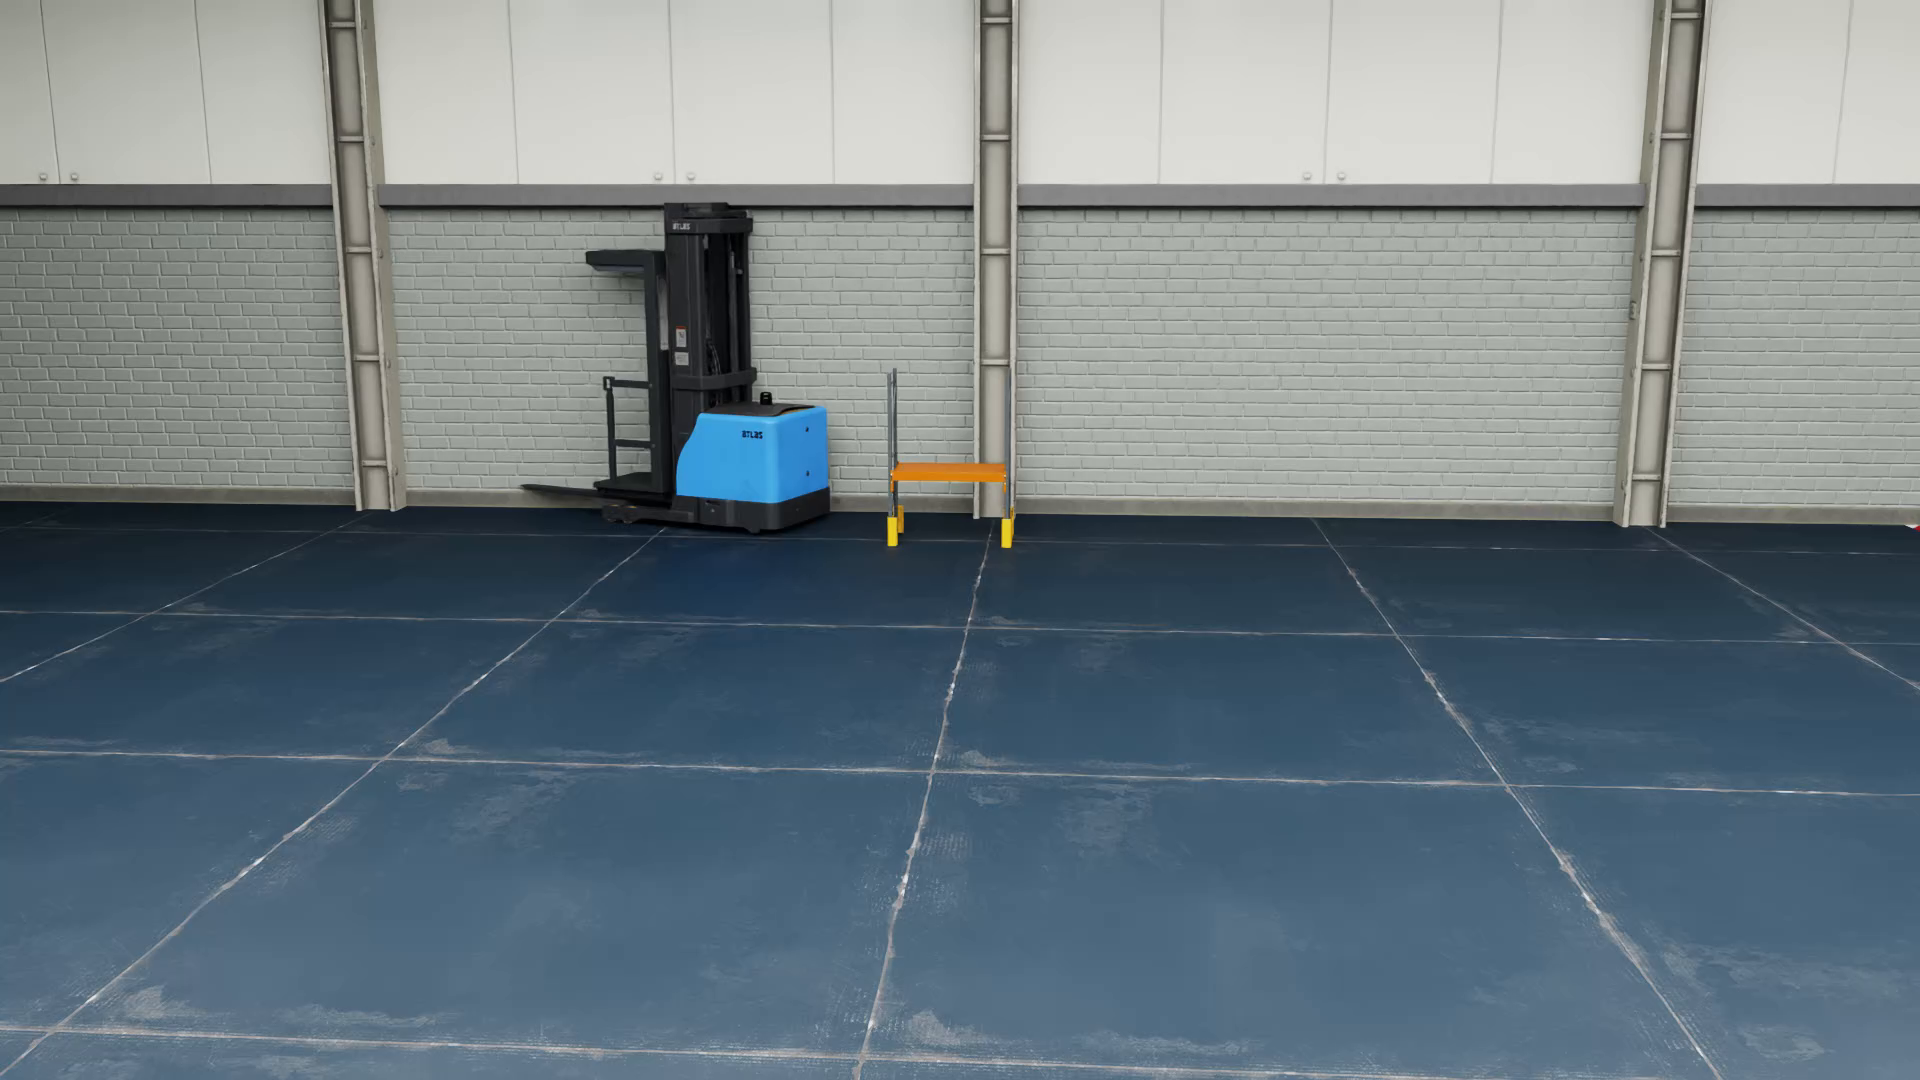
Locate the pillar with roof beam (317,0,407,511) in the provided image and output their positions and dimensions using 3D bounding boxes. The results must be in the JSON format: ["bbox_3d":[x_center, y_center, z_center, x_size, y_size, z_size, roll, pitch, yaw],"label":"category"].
[{"bbox_3d":[-5.942,-3.839,11.142,0.400,9.000,9.100,1,12,4],"label":"pillar with roof beam"}]

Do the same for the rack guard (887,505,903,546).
[{"bbox_3d":[-0.573,-0.130,14.780,0.087,0.250,0.587,1,12,4],"label":"rack guard"}]

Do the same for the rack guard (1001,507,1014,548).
[{"bbox_3d":[0.421,-0.117,14.715,0.087,0.250,0.587,1,12,4],"label":"rack guard"}]

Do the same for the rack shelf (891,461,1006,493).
[{"bbox_3d":[-0.085,-0.559,14.657,1.000,0.185,0.538,1,12,4],"label":"rack shelf"}]

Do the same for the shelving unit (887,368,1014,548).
[{"bbox_3d":[-0.076,-0.735,14.619,1.083,1.500,0.587,1,12,4],"label":"shelving unit"}]

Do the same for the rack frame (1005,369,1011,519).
[{"bbox_3d":[0.422,-0.728,14.587,0.032,1.500,0.500,1,12,4],"label":"rack frame"}]

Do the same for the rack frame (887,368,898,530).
[{"bbox_3d":[-0.592,-0.742,14.653,0.032,1.500,0.500,1,12,4],"label":"rack frame"}]

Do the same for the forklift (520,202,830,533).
[{"bbox_3d":[-2.783,-1.676,15.624,3.031,2.935,1.130,6,13,25],"label":"forklift"}]

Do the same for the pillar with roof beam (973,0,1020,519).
[{"bbox_3d":[0.044,-3.757,10.749,0.400,9.000,9.100,1,12,4],"label":"pillar with roof beam"}]

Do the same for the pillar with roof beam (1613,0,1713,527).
[{"bbox_3d":[6.031,-3.675,10.357,0.400,9.000,9.100,1,12,4],"label":"pillar with roof beam"}]
